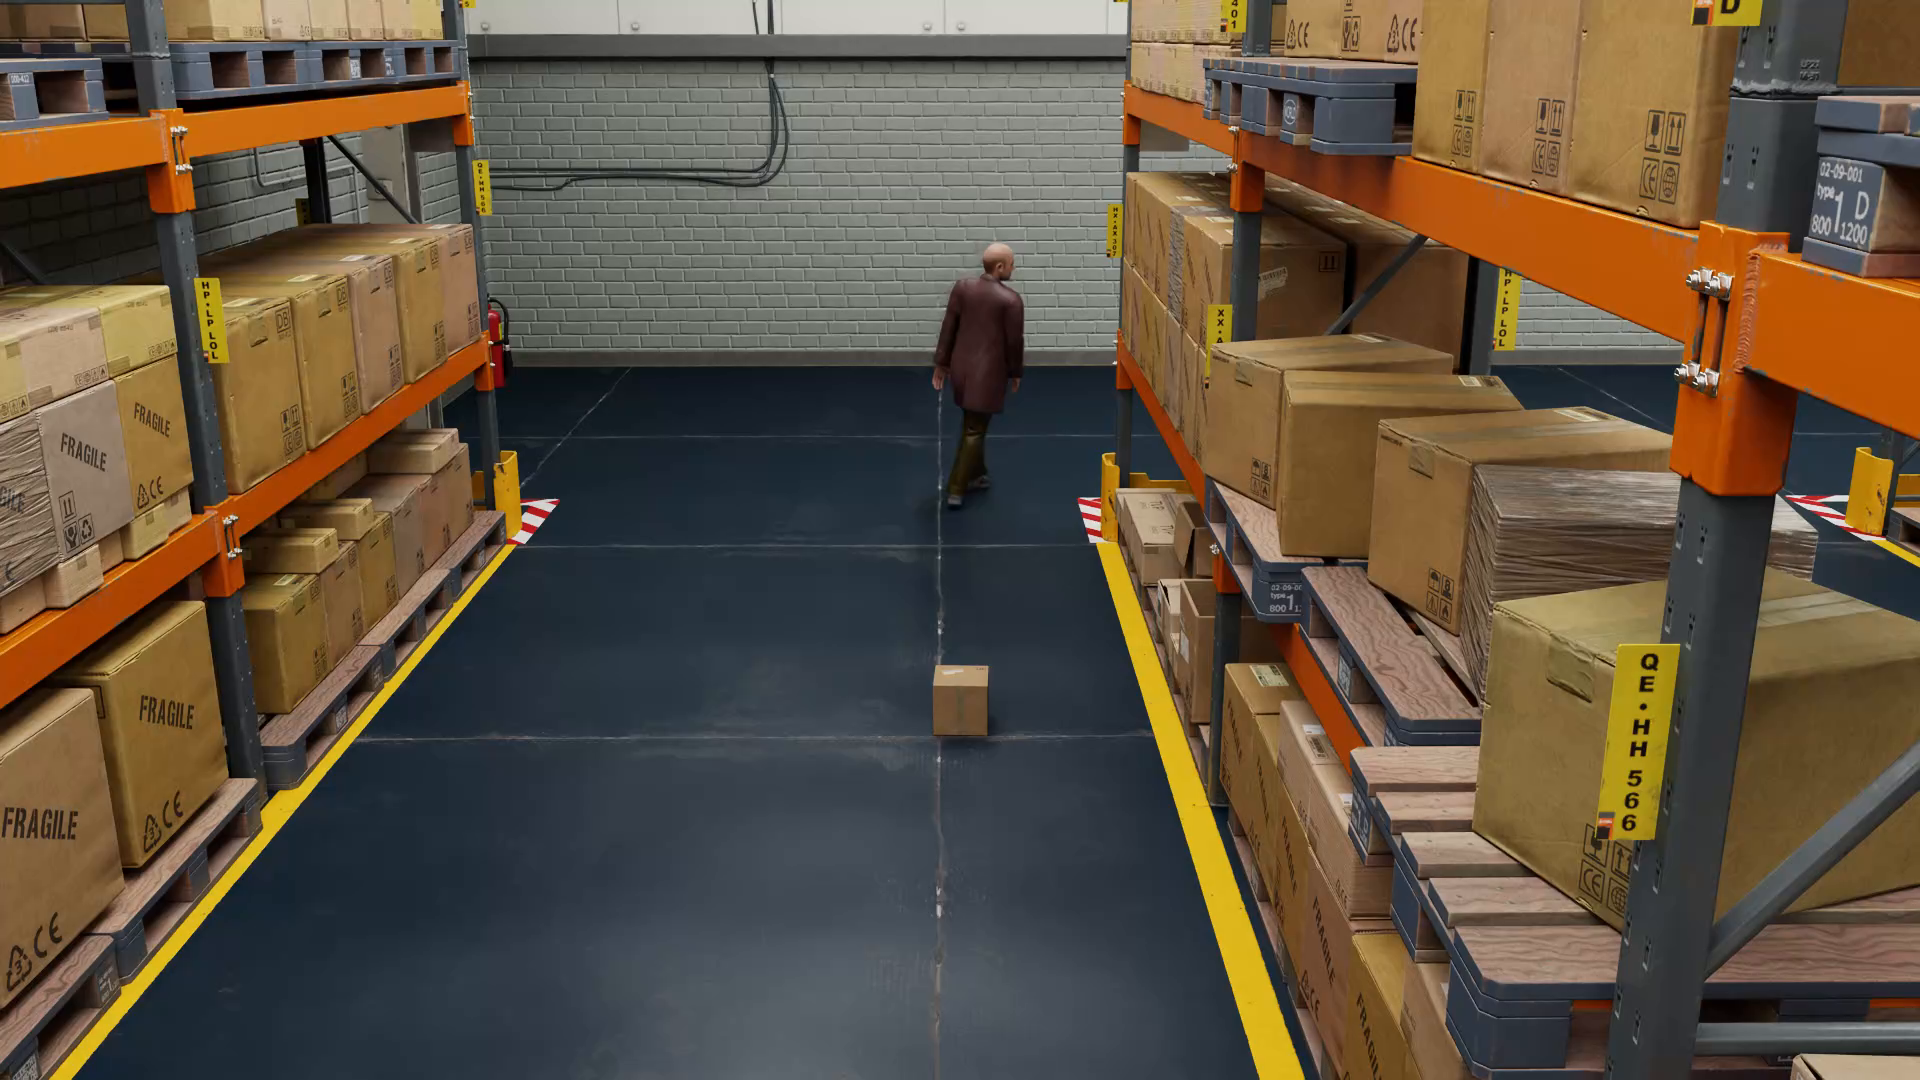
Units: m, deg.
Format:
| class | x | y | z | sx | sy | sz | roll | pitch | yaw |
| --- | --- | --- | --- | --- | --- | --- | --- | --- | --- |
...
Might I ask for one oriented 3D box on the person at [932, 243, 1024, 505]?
| class | x | y | z | sx | sy | sz | roll | pitch | yaw |
| --- | --- | --- | --- | --- | --- | --- | --- | --- | --- |
| person | 0.183 | -1.128 | 11.264 | 0.652 | 1.771 | 0.716 | 11 | 20 | 32 |
